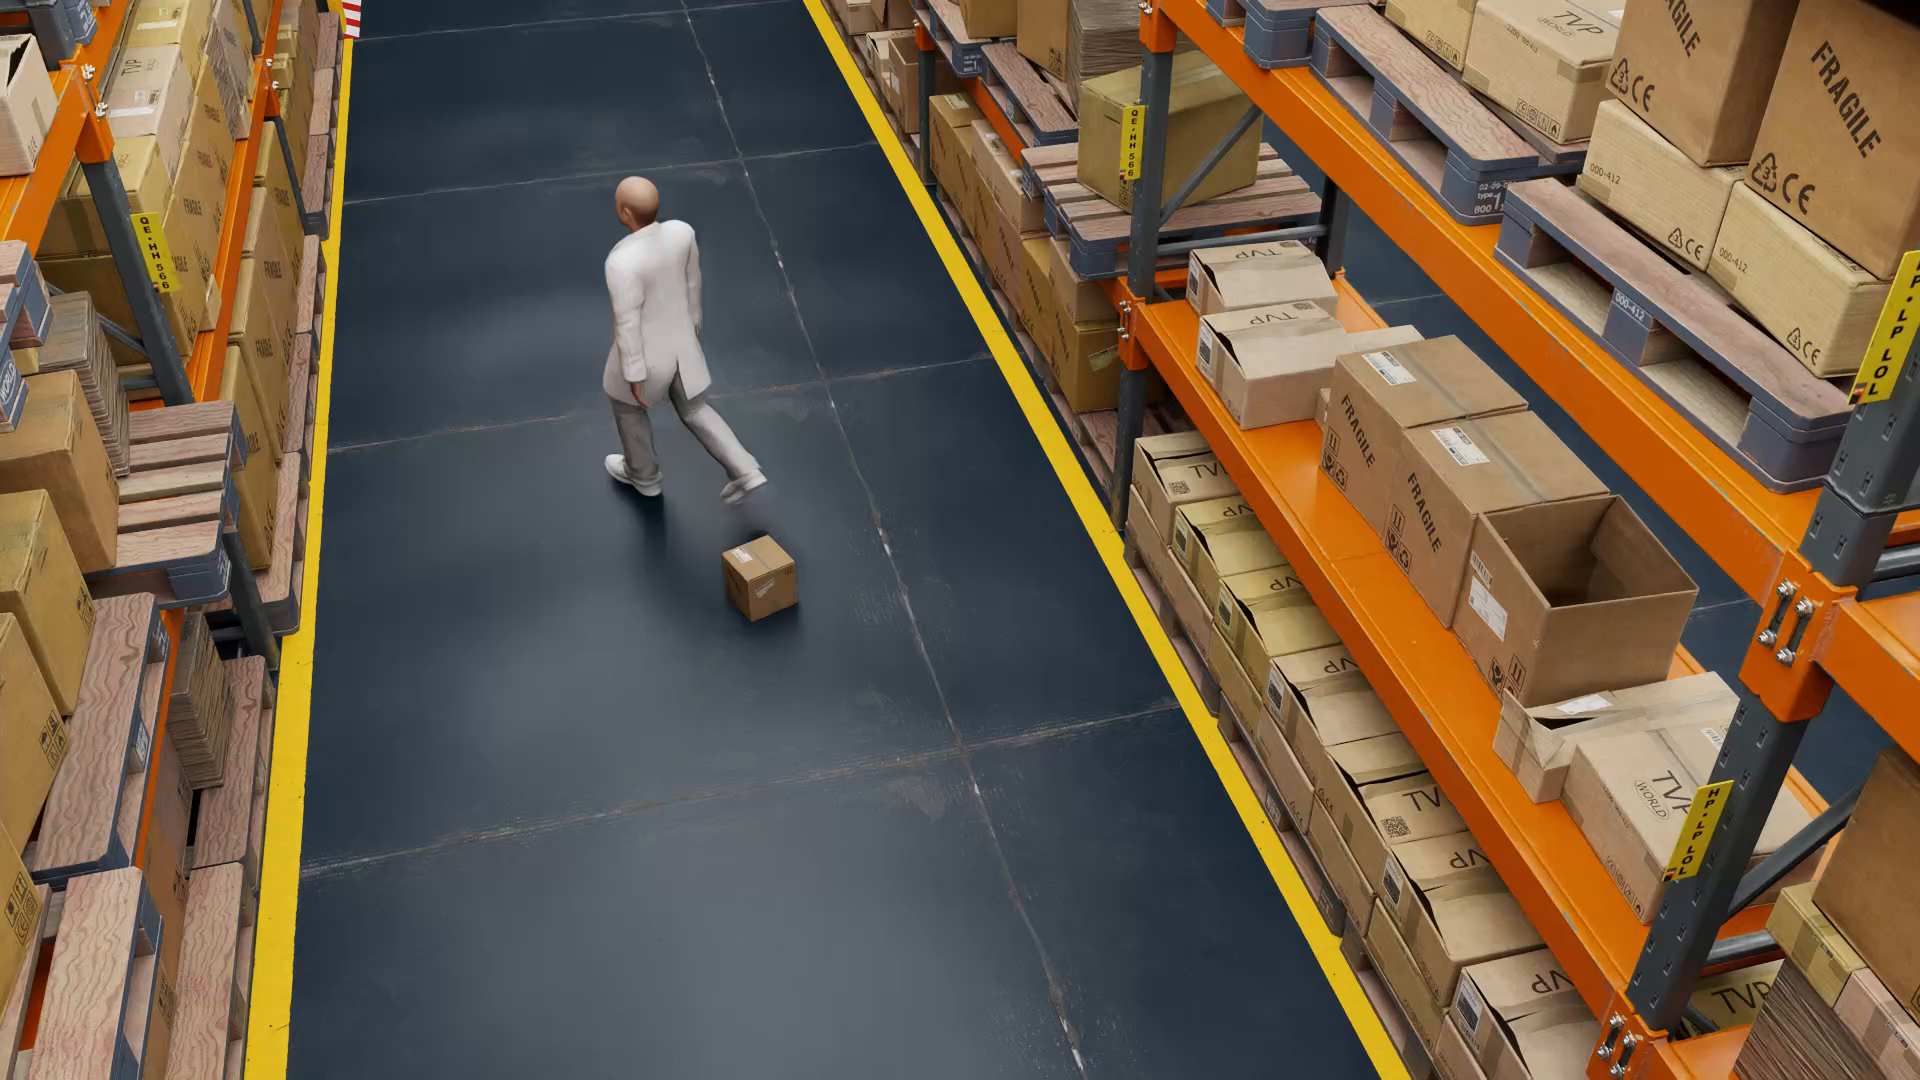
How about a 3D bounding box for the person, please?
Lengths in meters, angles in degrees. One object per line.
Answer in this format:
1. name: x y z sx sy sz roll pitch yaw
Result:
1. person: -1.390 -0.895 7.876 1.001 1.745 0.572 27 45 31
